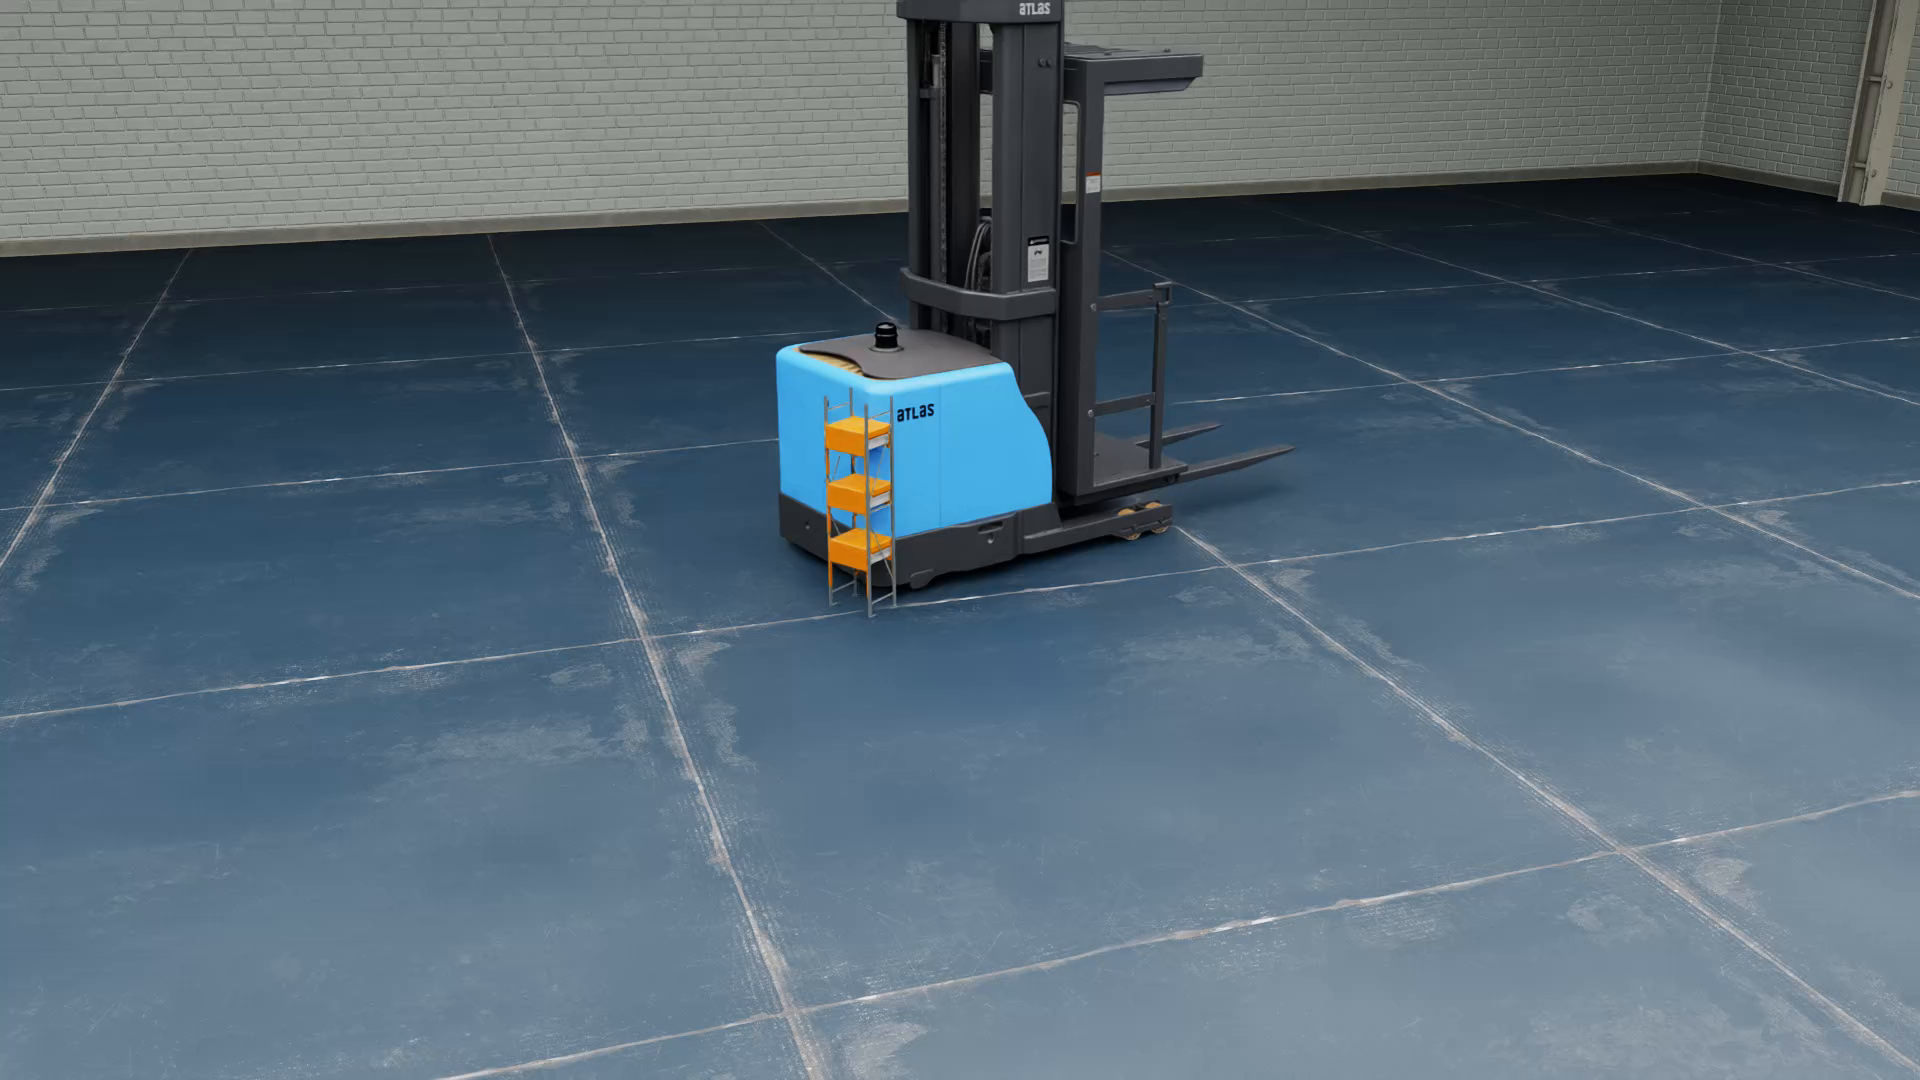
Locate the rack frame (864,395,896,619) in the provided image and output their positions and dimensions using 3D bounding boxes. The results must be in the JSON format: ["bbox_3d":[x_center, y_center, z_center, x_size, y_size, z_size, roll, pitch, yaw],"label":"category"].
[{"bbox_3d":[-0.371,-0.148,7.772,0.008,1.050,0.200,15,25,34],"label":"rack frame"}]

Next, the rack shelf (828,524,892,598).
[{"bbox_3d":[-0.469,0.098,7.940,0.240,0.259,0.215,15,25,34],"label":"rack shelf"}]

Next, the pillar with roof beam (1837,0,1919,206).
[{"bbox_3d":[6.990,-7.932,17.687,9.100,9.000,0.400,-6,21,-17],"label":"pillar with roof beam"}]

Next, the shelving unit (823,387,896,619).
[{"bbox_3d":[-0.469,-0.173,7.840,0.252,1.050,0.215,15,25,34],"label":"shelving unit"}]

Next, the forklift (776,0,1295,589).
[{"bbox_3d":[0.544,-1.509,8.783,3.031,2.935,1.130,-13,24,-33],"label":"forklift"}]

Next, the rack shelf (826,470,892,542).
[{"bbox_3d":[-0.469,-0.163,7.844,0.240,0.259,0.215,15,25,34],"label":"rack shelf"}]

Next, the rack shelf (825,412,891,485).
[{"bbox_3d":[-0.468,-0.429,7.745,0.240,0.259,0.215,15,25,34],"label":"rack shelf"}]

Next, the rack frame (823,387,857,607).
[{"bbox_3d":[-0.566,-0.198,7.909,0.008,1.050,0.200,15,25,34],"label":"rack frame"}]
